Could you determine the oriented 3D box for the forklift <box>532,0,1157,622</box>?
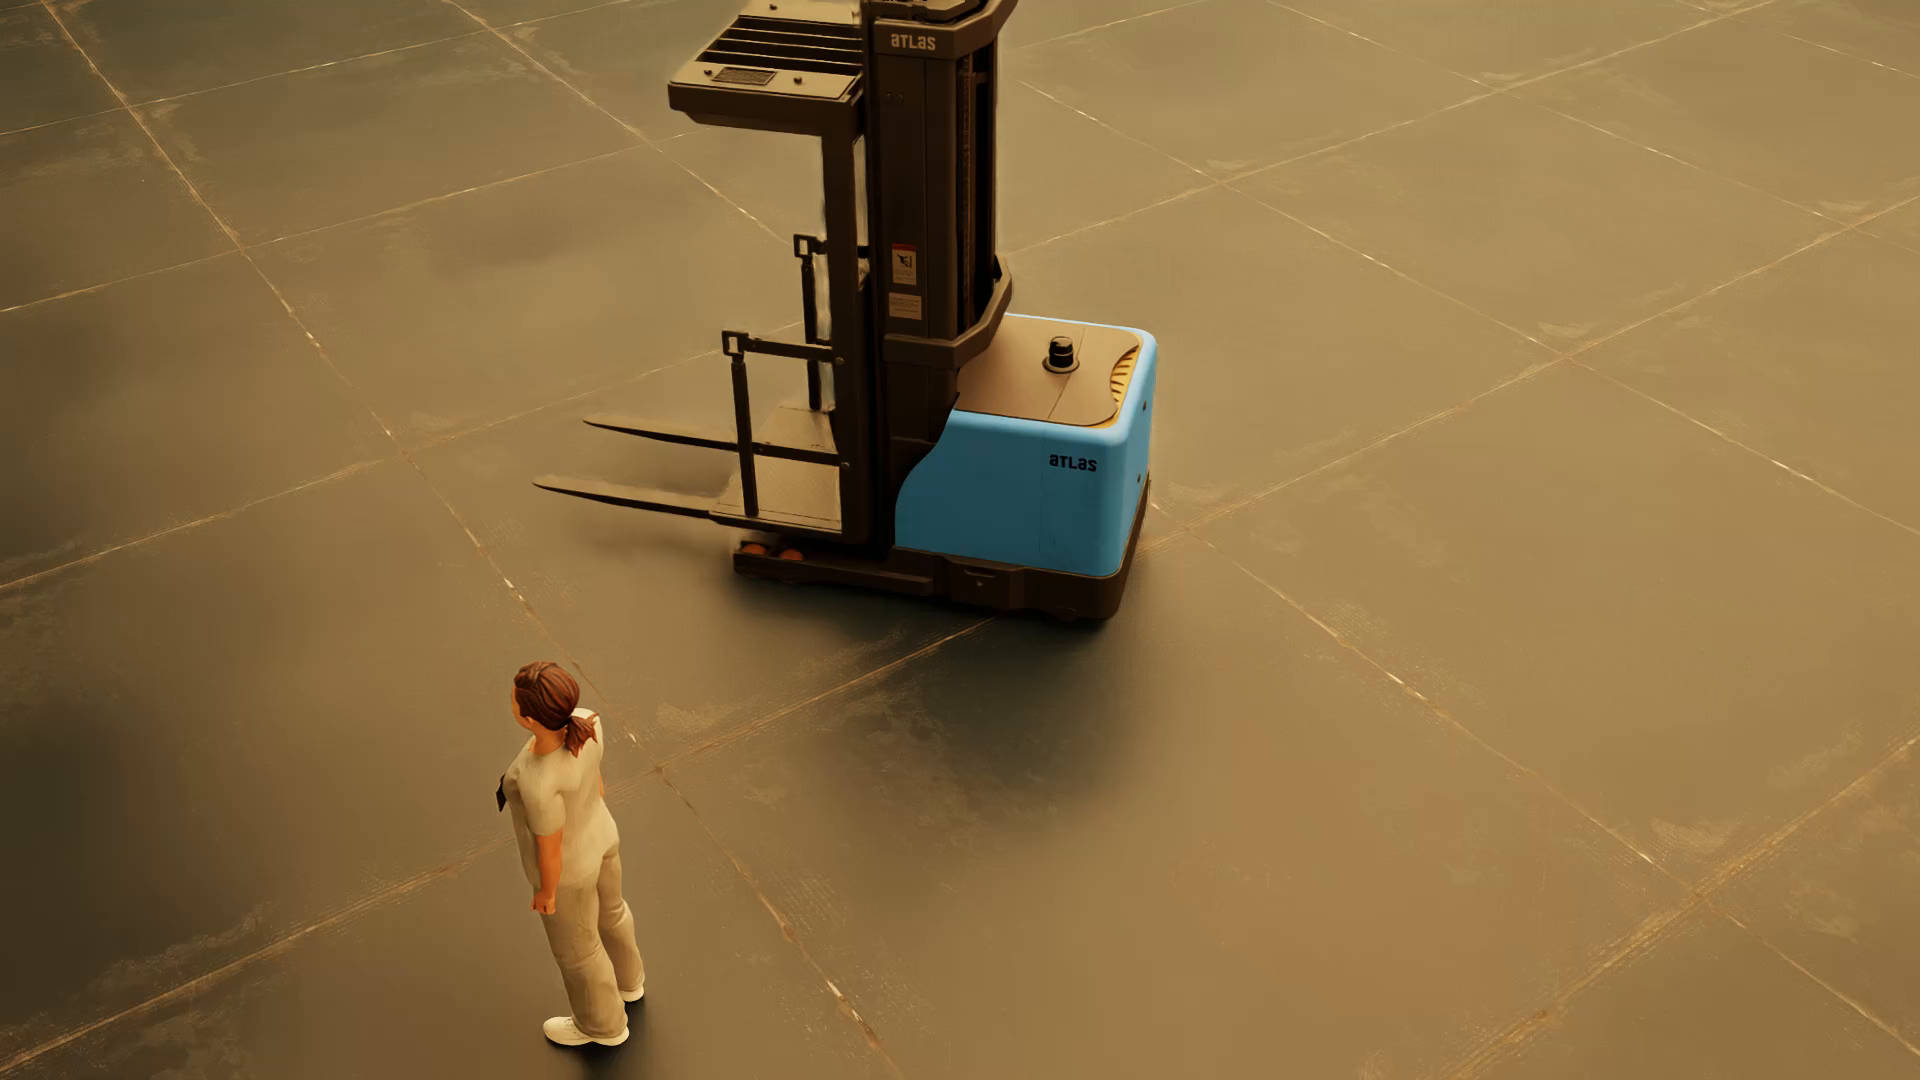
[{"bbox_3d":[-0.620,-1.259,7.648,3.031,2.935,1.130,9,37,11],"label":"forklift"}]

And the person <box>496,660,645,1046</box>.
[{"bbox_3d":[-1.305,1.063,5.567,0.373,1.672,0.432,9,37,12],"label":"person"}]
